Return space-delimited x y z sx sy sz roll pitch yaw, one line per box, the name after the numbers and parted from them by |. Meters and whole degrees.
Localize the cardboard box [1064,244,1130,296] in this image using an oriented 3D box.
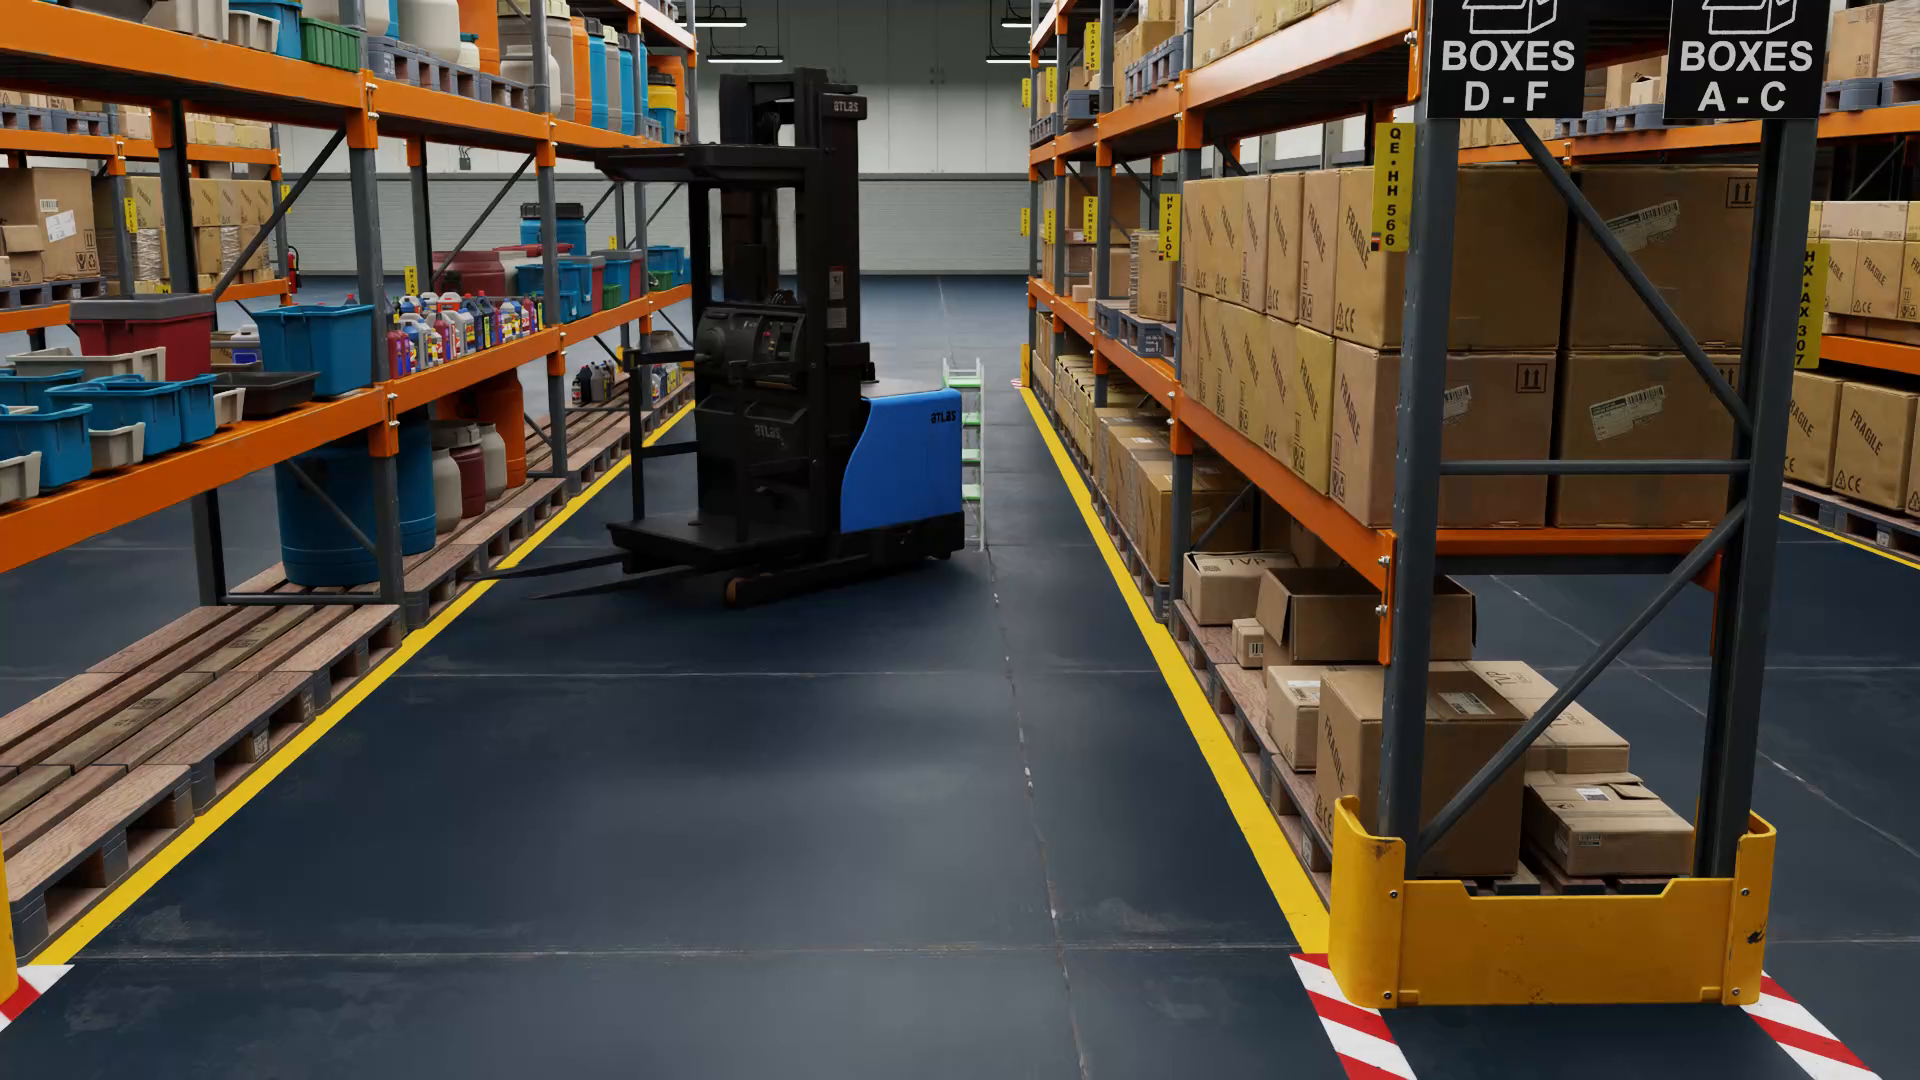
1.410 -2.709 16.617 0.700 0.500 0.500 -1 11 -3 | cardboard box

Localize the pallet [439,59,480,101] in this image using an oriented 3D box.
-3.502 -2.720 9.854 1.003 0.211 1.213 0 11 -1 | pallet

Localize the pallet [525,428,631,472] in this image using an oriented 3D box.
-3.444 -0.787 14.405 1.003 0.211 1.213 0 11 -1 | pallet

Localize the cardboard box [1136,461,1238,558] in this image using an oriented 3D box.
1.292 -0.167 9.520 0.500 0.500 0.500 0 11 -1 | cardboard box

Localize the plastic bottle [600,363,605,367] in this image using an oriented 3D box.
-3.875 -1.776 18.025 0.097 0.271 0.097 0 11 0 | plastic bottle

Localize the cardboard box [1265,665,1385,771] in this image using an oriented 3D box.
1.426 0.649 6.123 0.500 0.250 0.500 0 11 -1 | cardboard box

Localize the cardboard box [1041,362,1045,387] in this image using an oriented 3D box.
1.160 -1.820 18.343 0.500 0.250 0.500 0 11 -1 | cardboard box

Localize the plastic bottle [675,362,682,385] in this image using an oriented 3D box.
-3.113 -1.845 18.336 0.061 0.283 0.133 0 11 0 | plastic bottle

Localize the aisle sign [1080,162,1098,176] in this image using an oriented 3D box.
1.635 -4.655 19.923 0.394 0.787 0.004 0 11 -1 | aisle sign

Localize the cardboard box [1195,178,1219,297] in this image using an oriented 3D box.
1.330 -1.323 7.271 0.500 0.500 0.500 -1 11 -3 | cardboard box

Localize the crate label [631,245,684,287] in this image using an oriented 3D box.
-3.302 -3.000 18.213 0.502 0.435 0.616 0 11 -1 | crate label

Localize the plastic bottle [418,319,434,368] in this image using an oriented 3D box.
-2.973 -1.088 9.203 0.097 0.271 0.097 0 11 0 | plastic bottle

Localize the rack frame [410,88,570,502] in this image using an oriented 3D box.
-3.445 -1.757 12.176 1.000 3.000 0.127 0 11 -1 | rack frame

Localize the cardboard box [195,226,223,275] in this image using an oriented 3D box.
-8.482 -3.114 17.867 0.875 0.500 0.500 0 11 -1 | cardboard box

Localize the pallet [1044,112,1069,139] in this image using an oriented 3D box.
1.382 -4.168 16.738 1.003 0.211 1.213 0 11 -1 | pallet

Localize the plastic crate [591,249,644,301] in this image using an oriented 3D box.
-3.211 -2.489 15.621 0.402 0.464 0.583 0 11 -1 | plastic crate

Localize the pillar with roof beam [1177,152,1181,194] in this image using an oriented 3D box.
2.250 -12.138 48.258 9.100 9.000 0.548 0 11 -1 | pillar with roof beam

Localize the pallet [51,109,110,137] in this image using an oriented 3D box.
-8.573 -3.787 15.108 1.213 0.211 1.003 0 11 -1 | pallet

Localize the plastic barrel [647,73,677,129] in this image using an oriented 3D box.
-3.459 -4.889 18.541 0.600 0.588 0.600 0 11 0 | plastic barrel

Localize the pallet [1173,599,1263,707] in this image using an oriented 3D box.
1.604 0.522 7.958 1.003 0.211 1.213 0 11 -1 | pallet

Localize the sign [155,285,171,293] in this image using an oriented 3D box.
-3.912 -1.096 8.220 0.100 0.325 0.005 0 11 -1 | sign

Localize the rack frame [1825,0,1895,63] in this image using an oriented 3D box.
6.460 -4.738 11.780 1.000 3.000 0.127 0 11 -1 | rack frame

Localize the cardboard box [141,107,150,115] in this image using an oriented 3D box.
-8.236 -4.297 16.523 0.380 0.149 0.250 0 11 -1 | cardboard box

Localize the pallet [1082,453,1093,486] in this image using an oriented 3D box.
1.530 -0.574 13.357 1.003 0.211 1.213 0 11 -1 | pallet

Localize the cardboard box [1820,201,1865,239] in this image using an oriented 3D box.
6.224 -2.172 11.284 0.500 0.250 0.500 0 11 -2 | cardboard box

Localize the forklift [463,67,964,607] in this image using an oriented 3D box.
-1.367 -1.178 9.493 1.130 2.935 3.031 11 16 44 | forklift

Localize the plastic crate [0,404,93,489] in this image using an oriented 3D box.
-2.969 -0.296 5.242 0.416 0.233 0.300 0 11 -1 | plastic crate

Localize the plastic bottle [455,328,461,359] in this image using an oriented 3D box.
-2.985 -1.165 9.759 0.097 0.201 0.097 0 11 0 | plastic bottle

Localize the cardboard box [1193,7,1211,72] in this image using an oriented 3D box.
1.353 -2.280 7.588 0.500 0.250 0.500 0 11 -1 | cardboard box

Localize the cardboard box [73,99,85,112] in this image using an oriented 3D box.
-8.689 -4.241 16.248 0.380 0.149 0.250 0 11 -1 | cardboard box

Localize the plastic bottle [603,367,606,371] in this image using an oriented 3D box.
-3.738 -1.671 17.479 0.061 0.283 0.133 0 11 -1 | plastic bottle

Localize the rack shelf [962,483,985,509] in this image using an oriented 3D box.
0.019 -0.262 10.860 0.258 0.148 0.480 -1 11 -3 | rack shelf

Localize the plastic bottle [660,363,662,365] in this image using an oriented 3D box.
-3.262 -1.818 18.200 0.061 0.283 0.133 0 11 -1 | plastic bottle

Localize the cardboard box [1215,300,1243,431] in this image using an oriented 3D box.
1.350 -0.727 6.847 0.500 0.500 0.500 0 11 -1 | cardboard box

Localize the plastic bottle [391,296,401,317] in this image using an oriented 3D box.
-3.792 -1.494 11.171 0.061 0.283 0.133 0 11 -1 | plastic bottle

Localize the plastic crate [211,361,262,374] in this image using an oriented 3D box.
-3.495 -0.769 7.818 0.396 0.136 0.243 0 11 -1 | plastic crate

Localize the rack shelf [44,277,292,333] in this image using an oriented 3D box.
-8.521 -2.577 18.026 1.077 0.370 4.000 0 11 -1 | rack shelf

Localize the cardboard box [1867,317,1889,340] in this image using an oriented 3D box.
6.295 -1.414 11.065 0.380 0.149 0.250 0 11 0 | cardboard box

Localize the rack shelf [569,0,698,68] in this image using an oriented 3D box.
-3.569 -5.341 17.570 1.077 0.370 4.000 0 11 -1 | rack shelf

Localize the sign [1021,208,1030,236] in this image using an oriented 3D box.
0.787 -3.829 20.012 0.100 0.325 0.005 0 11 -1 | sign

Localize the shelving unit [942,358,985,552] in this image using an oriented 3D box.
0.019 -0.560 10.800 0.258 1.200 0.503 -1 11 -3 | shelving unit

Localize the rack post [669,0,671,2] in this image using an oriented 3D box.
-3.539 -5.865 17.528 0.937 0.300 0.954 0 11 -2 | rack post

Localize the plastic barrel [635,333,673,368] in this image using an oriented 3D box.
-3.510 -2.104 19.086 0.421 0.512 0.421 0 11 0 | plastic barrel

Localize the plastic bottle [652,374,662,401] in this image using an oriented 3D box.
-3.130 -1.562 16.960 0.152 0.276 0.135 0 11 1 | plastic bottle

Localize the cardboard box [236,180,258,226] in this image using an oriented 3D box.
-8.287 -3.804 18.752 0.500 0.500 0.500 0 11 -1 | cardboard box

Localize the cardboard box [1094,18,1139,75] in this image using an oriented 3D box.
1.433 -4.306 14.630 0.500 0.500 0.500 1 12 4 | cardboard box

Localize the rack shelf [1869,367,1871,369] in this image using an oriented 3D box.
6.419 -1.843 14.408 1.077 0.370 4.000 0 11 -1 | rack shelf

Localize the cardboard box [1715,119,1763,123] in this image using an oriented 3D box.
6.175 -3.376 12.785 0.500 0.311 0.500 0 11 -1 | cardboard box

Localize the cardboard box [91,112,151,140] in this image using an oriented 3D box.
-8.233 -4.019 16.158 0.500 0.250 0.500 -1 11 -3 | cardboard box

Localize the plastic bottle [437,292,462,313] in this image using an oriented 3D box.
-3.607 -1.610 11.761 0.152 0.276 0.135 0 11 -1 | plastic bottle

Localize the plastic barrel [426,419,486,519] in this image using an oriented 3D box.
-3.394 -0.459 10.788 0.600 0.588 0.708 0 11 -1 | plastic barrel

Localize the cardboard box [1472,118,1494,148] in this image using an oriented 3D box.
6.042 -4.639 18.537 0.500 0.500 0.500 0 11 1 | cardboard box

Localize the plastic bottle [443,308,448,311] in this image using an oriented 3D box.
-3.138 -1.284 10.167 0.097 0.271 0.097 0 11 0 | plastic bottle

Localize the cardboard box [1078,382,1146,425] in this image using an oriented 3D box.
1.233 -1.116 13.466 0.500 0.311 0.500 0 11 -2 | cardboard box

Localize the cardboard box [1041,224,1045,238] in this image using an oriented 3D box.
1.143 -3.603 19.389 0.380 0.149 0.250 -1 11 -3 | cardboard box

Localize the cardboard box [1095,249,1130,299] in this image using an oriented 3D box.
1.446 -2.264 14.422 0.500 0.500 0.500 0 11 -1 | cardboard box

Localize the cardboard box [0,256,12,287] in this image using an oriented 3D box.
-8.201 -2.203 13.696 0.500 0.250 0.500 -1 11 -3 | cardboard box

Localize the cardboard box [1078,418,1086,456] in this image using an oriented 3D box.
1.239 -0.841 13.520 0.500 0.250 0.500 0 11 -2 | cardboard box
